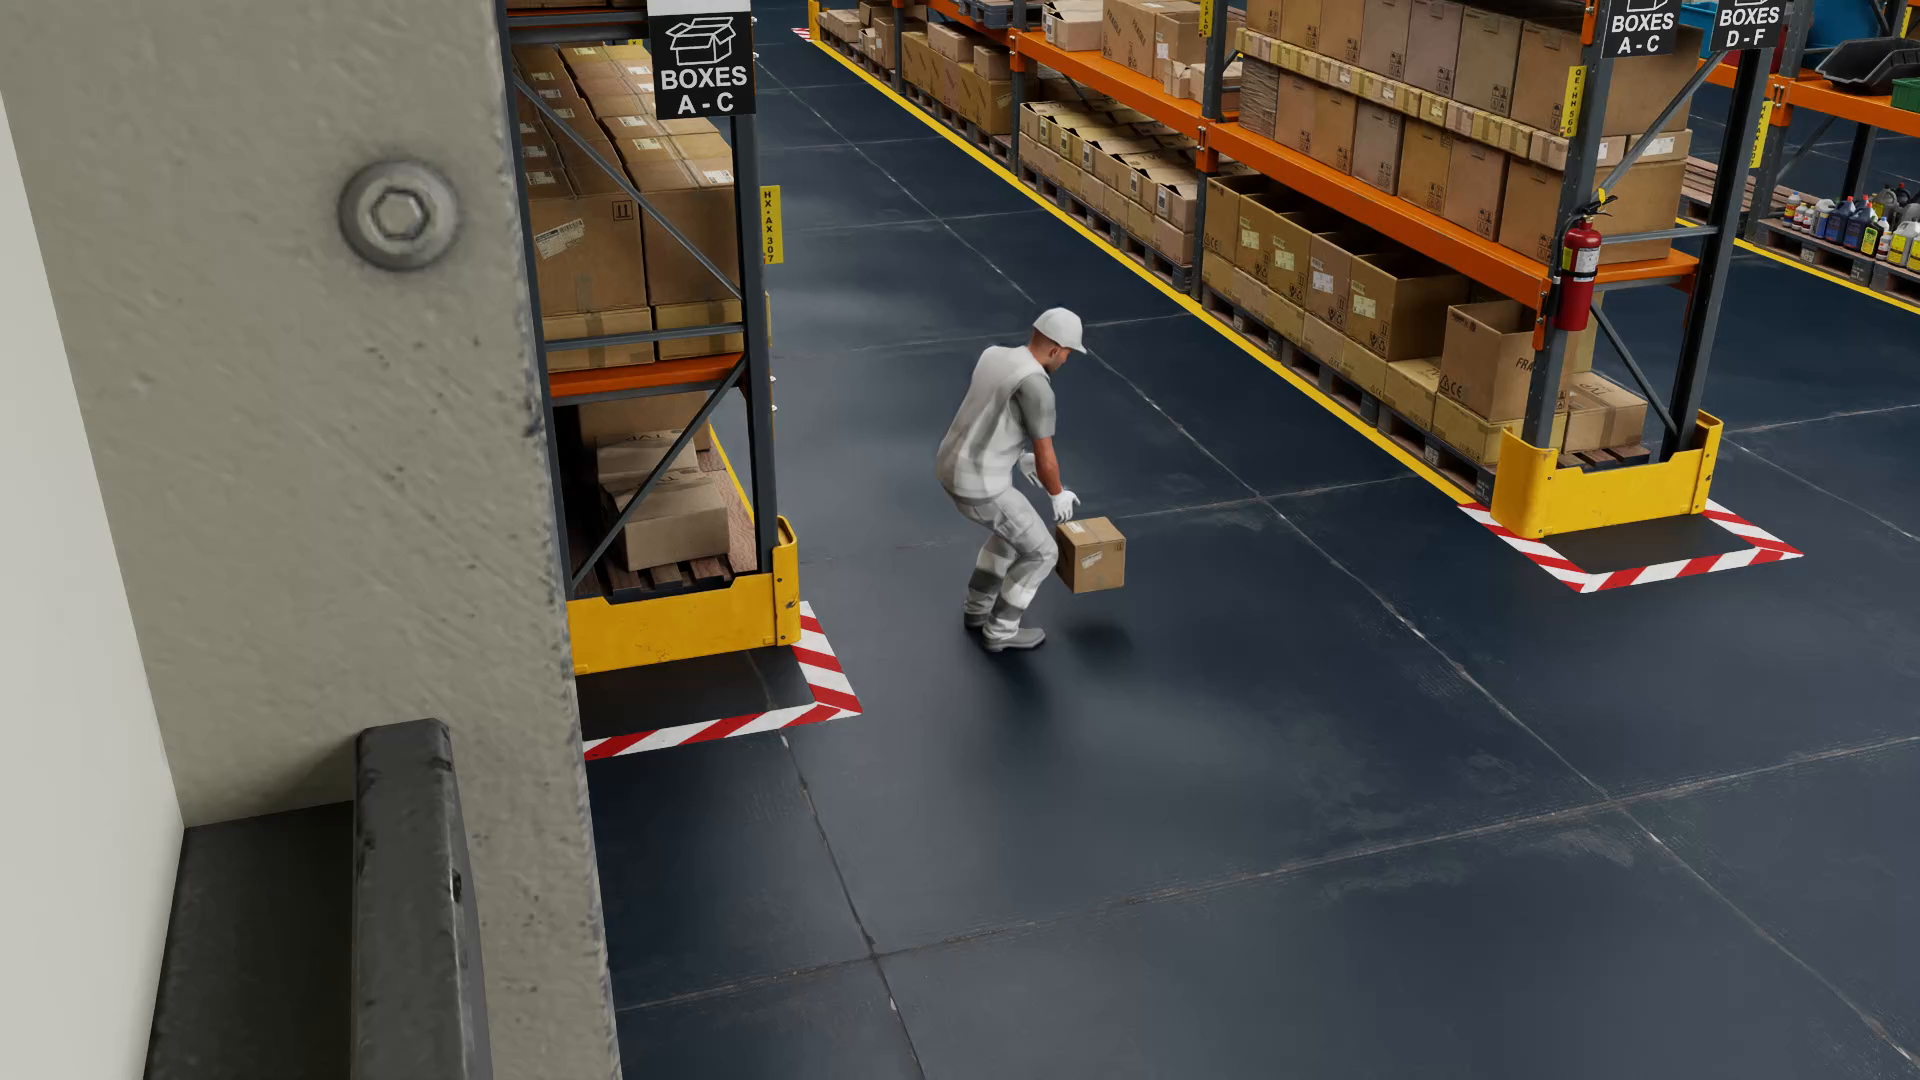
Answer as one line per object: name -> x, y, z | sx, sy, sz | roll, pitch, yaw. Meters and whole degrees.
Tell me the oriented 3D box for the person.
person -> 0.230, -0.283, 7.461 | 0.690, 1.528, 0.579 | -9, 27, -18
